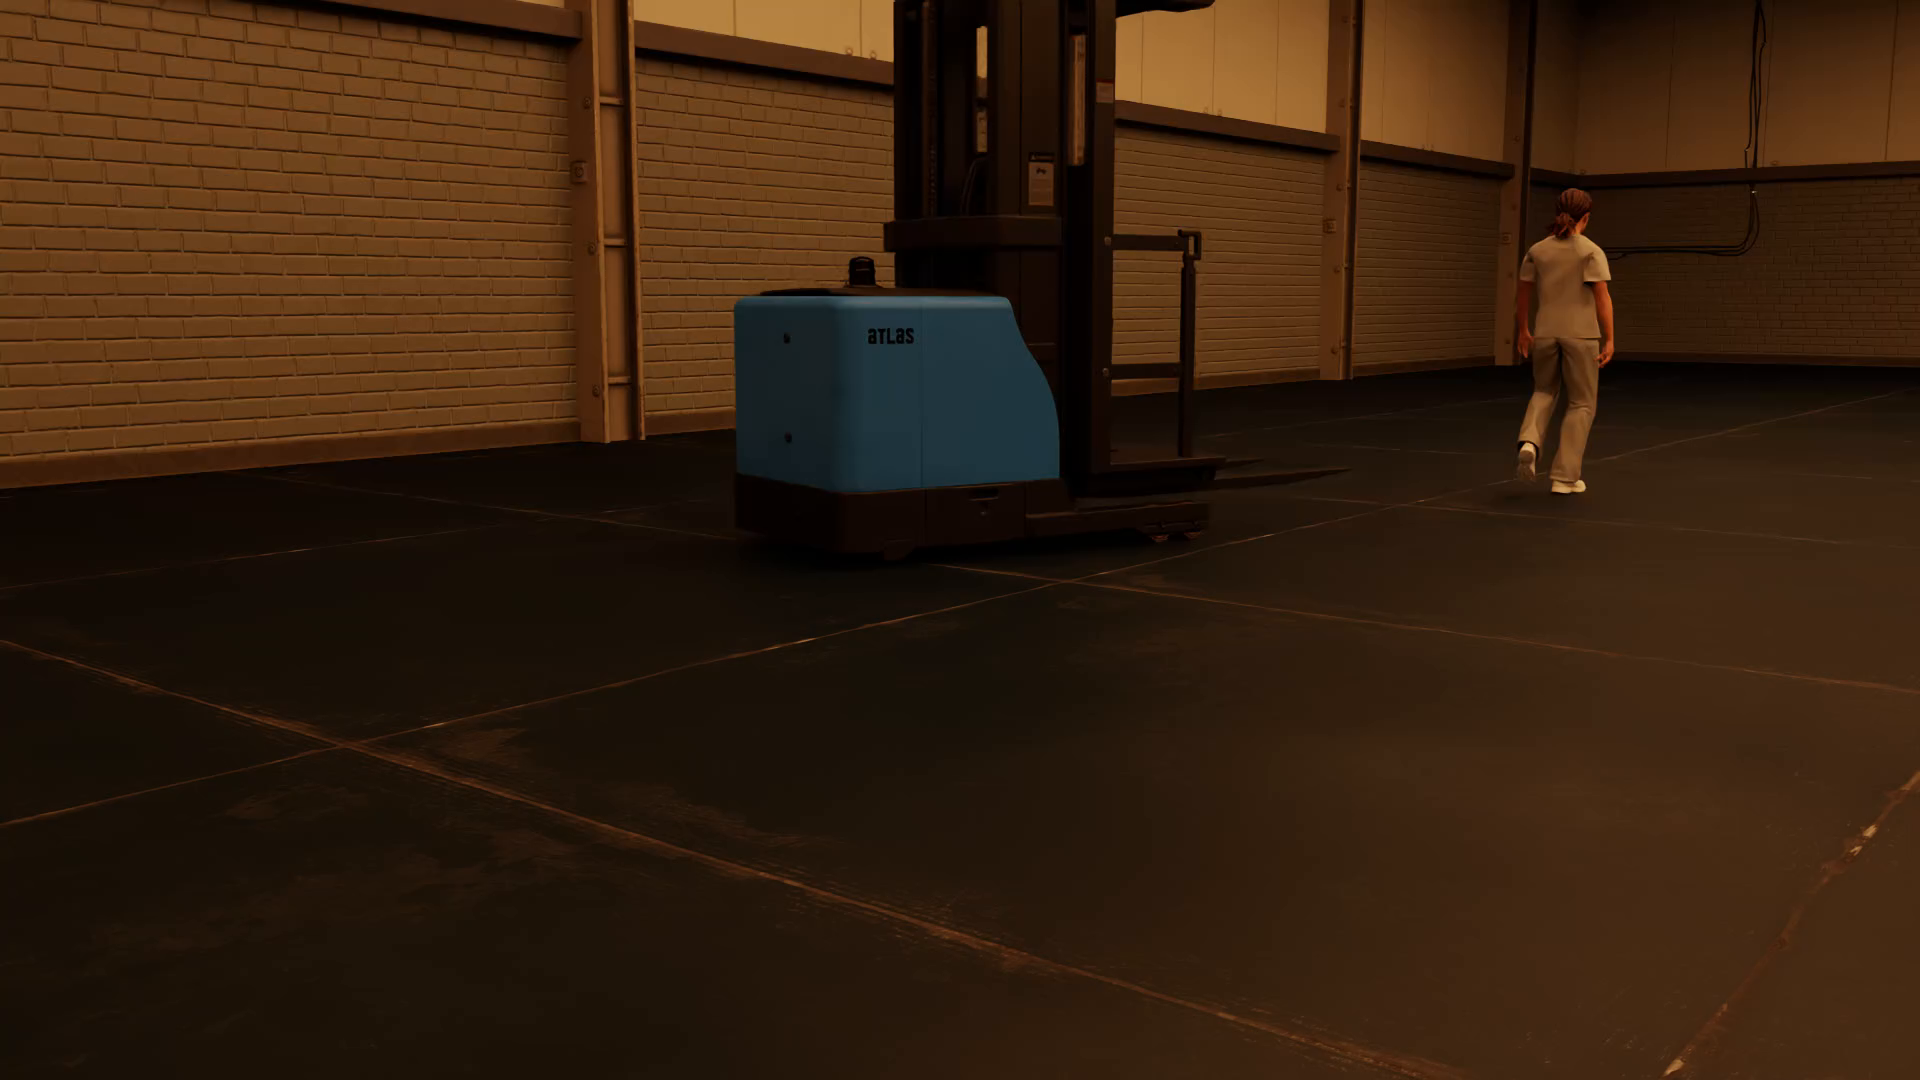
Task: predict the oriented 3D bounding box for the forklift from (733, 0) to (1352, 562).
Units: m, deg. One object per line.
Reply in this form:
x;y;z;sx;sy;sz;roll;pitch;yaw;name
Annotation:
0.514;-1.504;7.557;3.031;2.935;1.130;-6;10;-33;forklift

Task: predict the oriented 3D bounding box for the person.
3.329;-1.088;9.138;0.594;1.655;0.460;7;11;42;person
